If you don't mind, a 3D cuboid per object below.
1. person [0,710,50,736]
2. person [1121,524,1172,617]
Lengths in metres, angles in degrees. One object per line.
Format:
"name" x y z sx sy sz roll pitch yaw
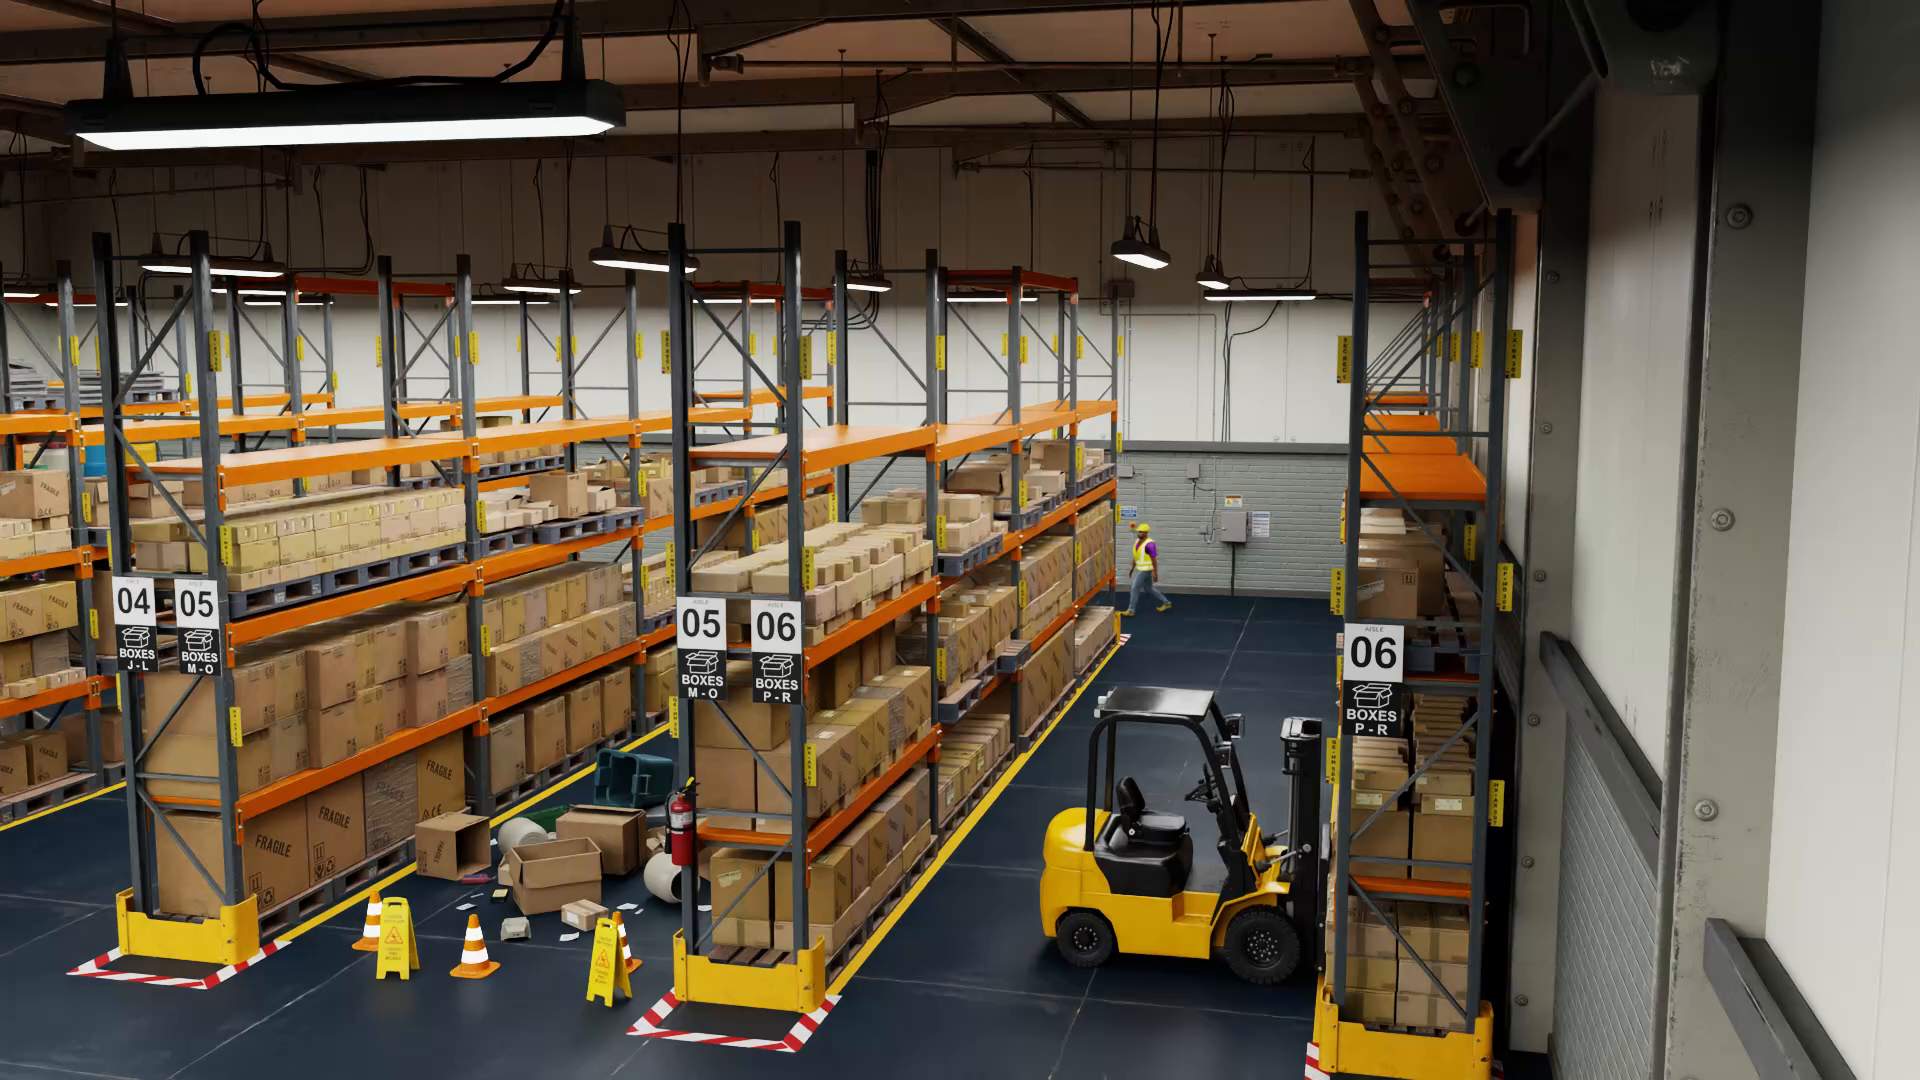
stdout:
"person" -11.988 1.796 21.090 0.680 1.664 0.687 1 7 11
"person" 3.436 0.549 30.844 1.021 1.729 0.529 -1 7 -5
